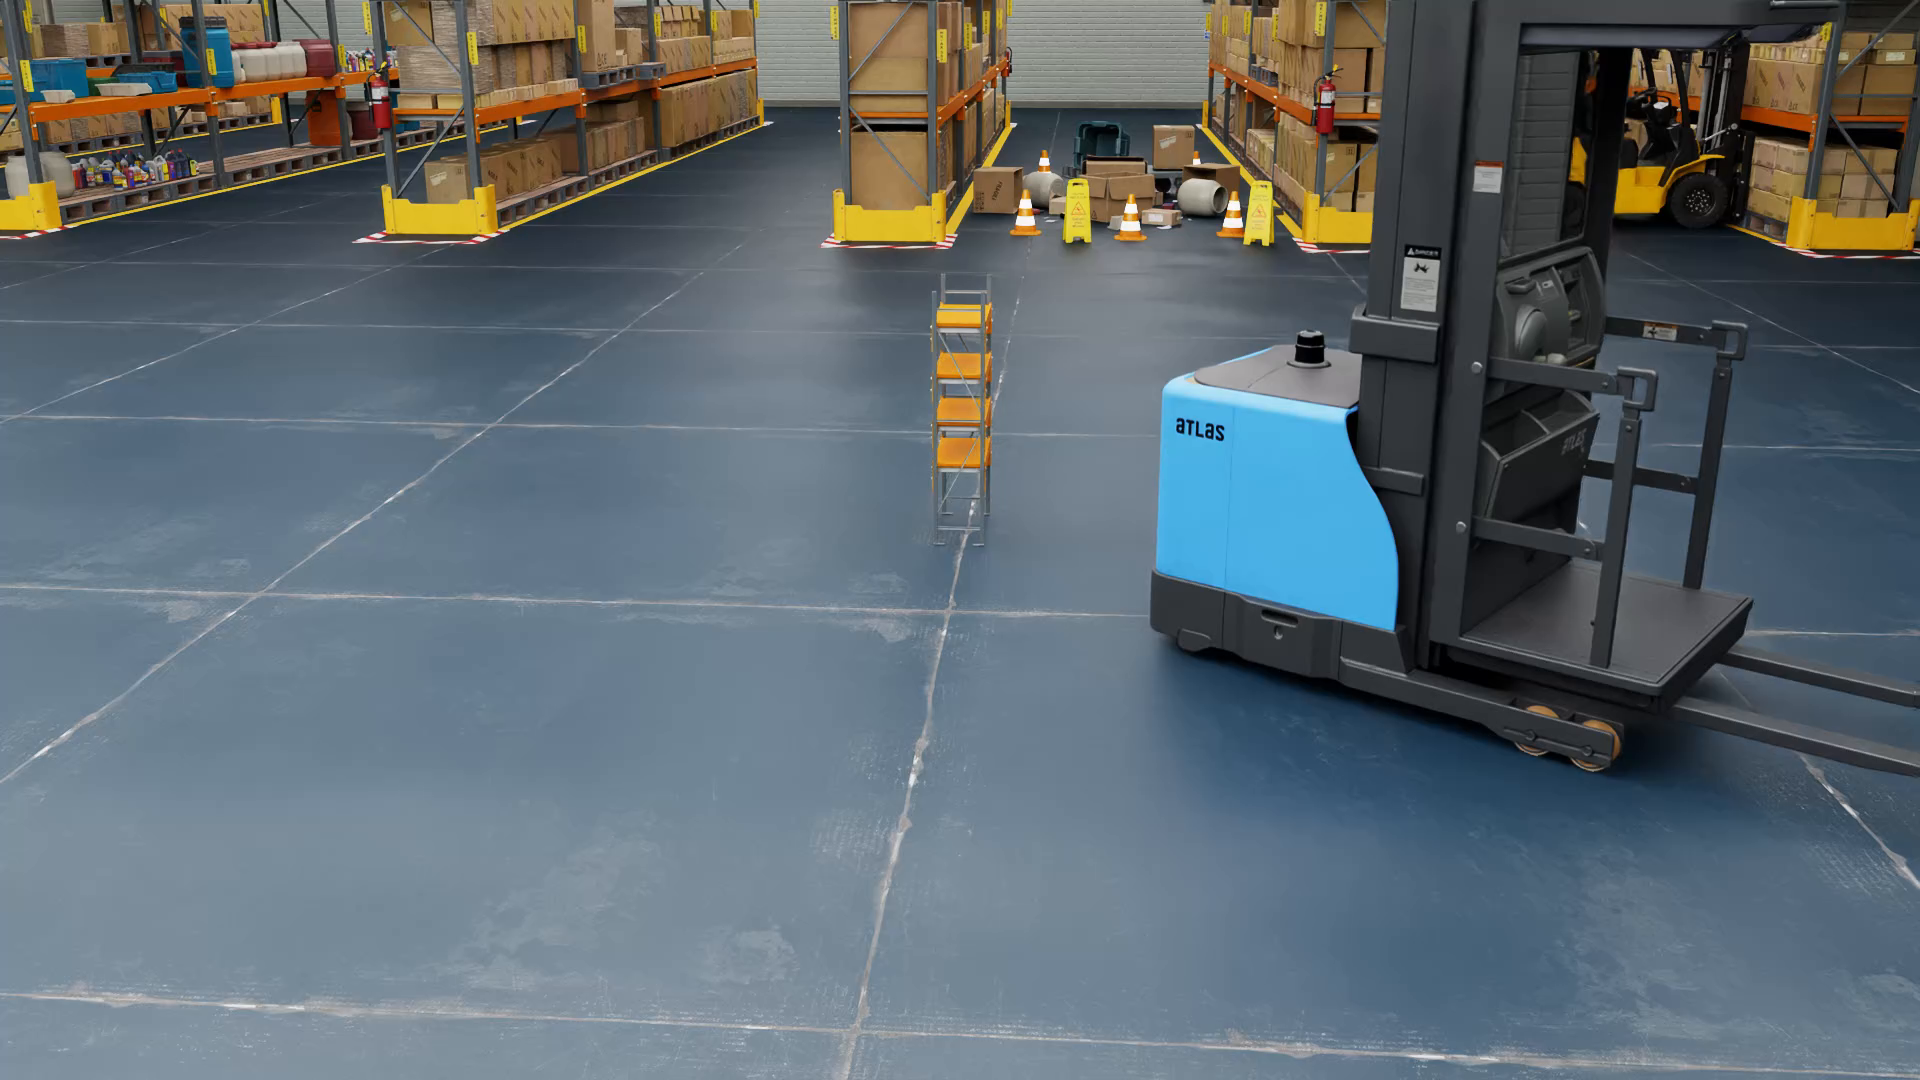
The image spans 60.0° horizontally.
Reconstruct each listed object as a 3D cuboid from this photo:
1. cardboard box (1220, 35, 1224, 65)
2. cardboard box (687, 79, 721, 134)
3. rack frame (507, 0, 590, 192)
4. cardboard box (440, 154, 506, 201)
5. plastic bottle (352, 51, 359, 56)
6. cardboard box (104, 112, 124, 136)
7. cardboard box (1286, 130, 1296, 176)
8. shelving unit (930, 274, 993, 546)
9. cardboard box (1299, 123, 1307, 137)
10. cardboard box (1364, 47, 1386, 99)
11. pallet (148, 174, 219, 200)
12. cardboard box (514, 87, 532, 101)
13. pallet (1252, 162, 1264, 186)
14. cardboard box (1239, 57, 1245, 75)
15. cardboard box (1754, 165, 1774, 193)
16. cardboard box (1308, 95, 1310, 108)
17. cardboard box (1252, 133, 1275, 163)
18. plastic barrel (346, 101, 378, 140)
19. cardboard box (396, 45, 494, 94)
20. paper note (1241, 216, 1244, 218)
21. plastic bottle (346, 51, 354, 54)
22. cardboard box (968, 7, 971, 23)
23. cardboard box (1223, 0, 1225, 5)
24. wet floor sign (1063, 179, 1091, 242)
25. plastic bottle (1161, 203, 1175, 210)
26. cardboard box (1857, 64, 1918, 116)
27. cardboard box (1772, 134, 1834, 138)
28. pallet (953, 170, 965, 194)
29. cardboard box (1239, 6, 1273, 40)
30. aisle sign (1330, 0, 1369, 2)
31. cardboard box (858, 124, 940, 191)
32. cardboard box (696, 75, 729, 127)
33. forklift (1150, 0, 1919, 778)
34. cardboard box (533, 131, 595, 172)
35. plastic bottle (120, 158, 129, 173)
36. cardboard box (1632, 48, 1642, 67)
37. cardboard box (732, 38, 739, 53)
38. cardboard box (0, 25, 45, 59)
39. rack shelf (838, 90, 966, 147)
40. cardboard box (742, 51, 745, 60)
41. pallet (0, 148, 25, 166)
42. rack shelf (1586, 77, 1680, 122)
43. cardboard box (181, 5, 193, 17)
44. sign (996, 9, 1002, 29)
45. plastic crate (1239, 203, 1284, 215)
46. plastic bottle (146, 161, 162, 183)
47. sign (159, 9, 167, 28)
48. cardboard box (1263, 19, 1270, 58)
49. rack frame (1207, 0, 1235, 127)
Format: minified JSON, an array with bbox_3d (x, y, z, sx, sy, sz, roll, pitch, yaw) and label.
[{"bbox_3d":[4.875,-8.643,29.322,0.500,0.500,0.500,1,18,3],"label":"cardboard box"},{"bbox_3d":[-4.845,-7.498,28.725,1.225,0.875,0.875,1,18,4],"label":"cardboard box"},{"bbox_3d":[-5.393,-6.022,21.485,1.000,3.000,0.127,1,18,4],"label":"rack frame"},{"bbox_3d":[-5.610,-4.172,19.177,0.500,0.500,0.500,6,19,18],"label":"cardboard box"},{"bbox_3d":[-10.239,-8.136,28.134,0.152,0.276,0.135,1,18,4],"label":"plastic bottle"},{"bbox_3d":[-14.564,-7.124,28.154,0.500,0.500,0.500,1,18,2],"label":"cardboard box"},{"bbox_3d":[4.114,-4.546,19.515,0.500,0.500,0.500,2,18,7],"label":"cardboard box"},{"bbox_3d":[0.012,-0.622,7.893,0.258,1.200,0.503,1,18,4],"label":"shelving unit"},{"bbox_3d":[3.983,-4.564,18.531,0.380,0.149,0.250,2,18,5],"label":"cardboard box"},{"bbox_3d":[4.515,-4.889,17.387,0.500,0.500,0.500,1,18,3],"label":"cardboard box"},{"bbox_3d":[-10.423,-4.600,21.623,1.003,0.211,1.213,1,18,4],"label":"pallet"},{"bbox_3d":[-5.217,-5.208,19.402,0.380,0.149,0.250,1,18,4],"label":"cardboard box"},{"bbox_3d":[4.631,-5.098,23.142,1.003,0.211,1.213,1,18,4],"label":"pallet"},{"bbox_3d":[4.576,-7.294,25.607,0.500,0.250,0.500,2,18,5],"label":"cardboard box"},{"bbox_3d":[8.926,-3.893,17.926,0.500,0.250,0.500,1,18,3],"label":"cardboard box"},{"bbox_3d":[3.965,-4.721,17.916,0.380,0.149,0.250,1,18,3],"label":"cardboard box"},{"bbox_3d":[4.683,-5.590,23.710,0.950,0.372,0.625,1,18,3],"label":"cardboard box"},{"bbox_3d":[-9.947,-6.932,27.459,0.600,0.588,0.708,1,18,4],"label":"plastic barrel"},{"bbox_3d":[-5.613,-5.139,18.151,0.875,0.500,0.500,1,18,4],"label":"cardboard box"},{"bbox_3d":[3.210,-3.767,19.369,0.142,0.019,0.148,-5,19,-15],"label":"paper note"},{"bbox_3d":[-10.256,-8.064,27.914,0.152,0.276,0.135,1,18,4],"label":"plastic bottle"},{"bbox_3d":[-0.208,-7.506,24.247,0.700,0.500,0.500,1,18,4],"label":"cardboard box"},{"bbox_3d":[4.927,-9.692,29.875,0.380,0.149,0.250,1,18,4],"label":"cardboard box"},{"bbox_3d":[1.233,-3.466,17.464,0.267,0.644,0.232,-2,18,-6],"label":"wet floor sign"},{"bbox_3d":[2.528,-4.046,20.172,0.133,0.061,0.283,4,19,13],"label":"plastic bottle"},{"bbox_3d":[9.468,-4.644,17.119,0.500,0.500,0.500,2,18,6],"label":"cardboard box"},{"bbox_3d":[9.502,-4.432,18.766,0.500,0.250,0.500,1,18,3],"label":"cardboard box"},{"bbox_3d":[-0.473,-4.796,22.222,1.003,0.211,1.213,1,18,4],"label":"pallet"},{"bbox_3d":[4.625,-8.046,25.895,0.500,0.500,0.500,1,18,4],"label":"cardboard box"},{"bbox_3d":[3.911,-5.781,16.575,0.394,0.787,0.004,1,18,4],"label":"aisle sign"},{"bbox_3d":[-0.696,-4.313,19.007,0.875,0.875,0.875,1,18,3],"label":"cardboard box"},{"bbox_3d":[-4.692,-7.900,29.953,0.875,0.875,0.875,1,18,4],"label":"cardboard box"},{"bbox_3d":[2.220,-0.805,5.673,3.031,2.935,1.130,14,23,37],"label":"forklift"},{"bbox_3d":[-5.328,-5.234,22.386,0.700,0.500,0.500,0,18,0],"label":"cardboard box"},{"bbox_3d":[-10.695,-4.756,21.296,0.097,0.271,0.097,0,18,0],"label":"plastic bottle"},{"bbox_3d":[9.350,-6.491,22.353,0.500,0.250,0.500,2,18,5],"label":"cardboard box"},{"bbox_3d":[-4.409,-9.185,30.901,0.500,0.250,0.500,1,18,4],"label":"cardboard box"},{"bbox_3d":[-15.054,-7.932,26.478,0.700,0.500,0.500,-5,19,-15],"label":"cardboard box"},{"bbox_3d":[-0.596,-4.917,19.268,1.077,0.370,4.000,1,18,4],"label":"rack shelf"},{"bbox_3d":[-4.302,-9.195,31.570,0.380,0.149,0.250,1,18,3],"label":"cardboard box"},{"bbox_3d":[-15.085,-5.907,25.611,1.003,0.211,1.213,1,18,4],"label":"pallet"},{"bbox_3d":[9.586,-5.971,22.483,1.077,0.370,4.000,1,18,4],"label":"rack shelf"},{"bbox_3d":[-14.349,-9.552,30.491,0.500,0.500,0.500,1,18,2],"label":"cardboard box"},{"bbox_3d":[0.674,-8.904,28.419,0.100,0.325,0.005,1,18,4],"label":"sign"},{"bbox_3d":[3.561,-3.944,19.832,0.402,0.080,0.583,-5,19,-15],"label":"plastic crate"},{"bbox_3d":[-10.144,-4.631,20.906,0.152,0.276,0.135,2,18,5],"label":"plastic bottle"},{"bbox_3d":[-14.146,-9.268,29.531,0.100,0.325,0.005,1,18,4],"label":"sign"},{"bbox_3d":[4.410,-6.815,22.591,0.500,0.500,0.500,1,18,2],"label":"cardboard box"},{"bbox_3d":[5.352,-9.528,32.184,1.000,3.000,0.127,1,18,4],"label":"rack frame"}]
